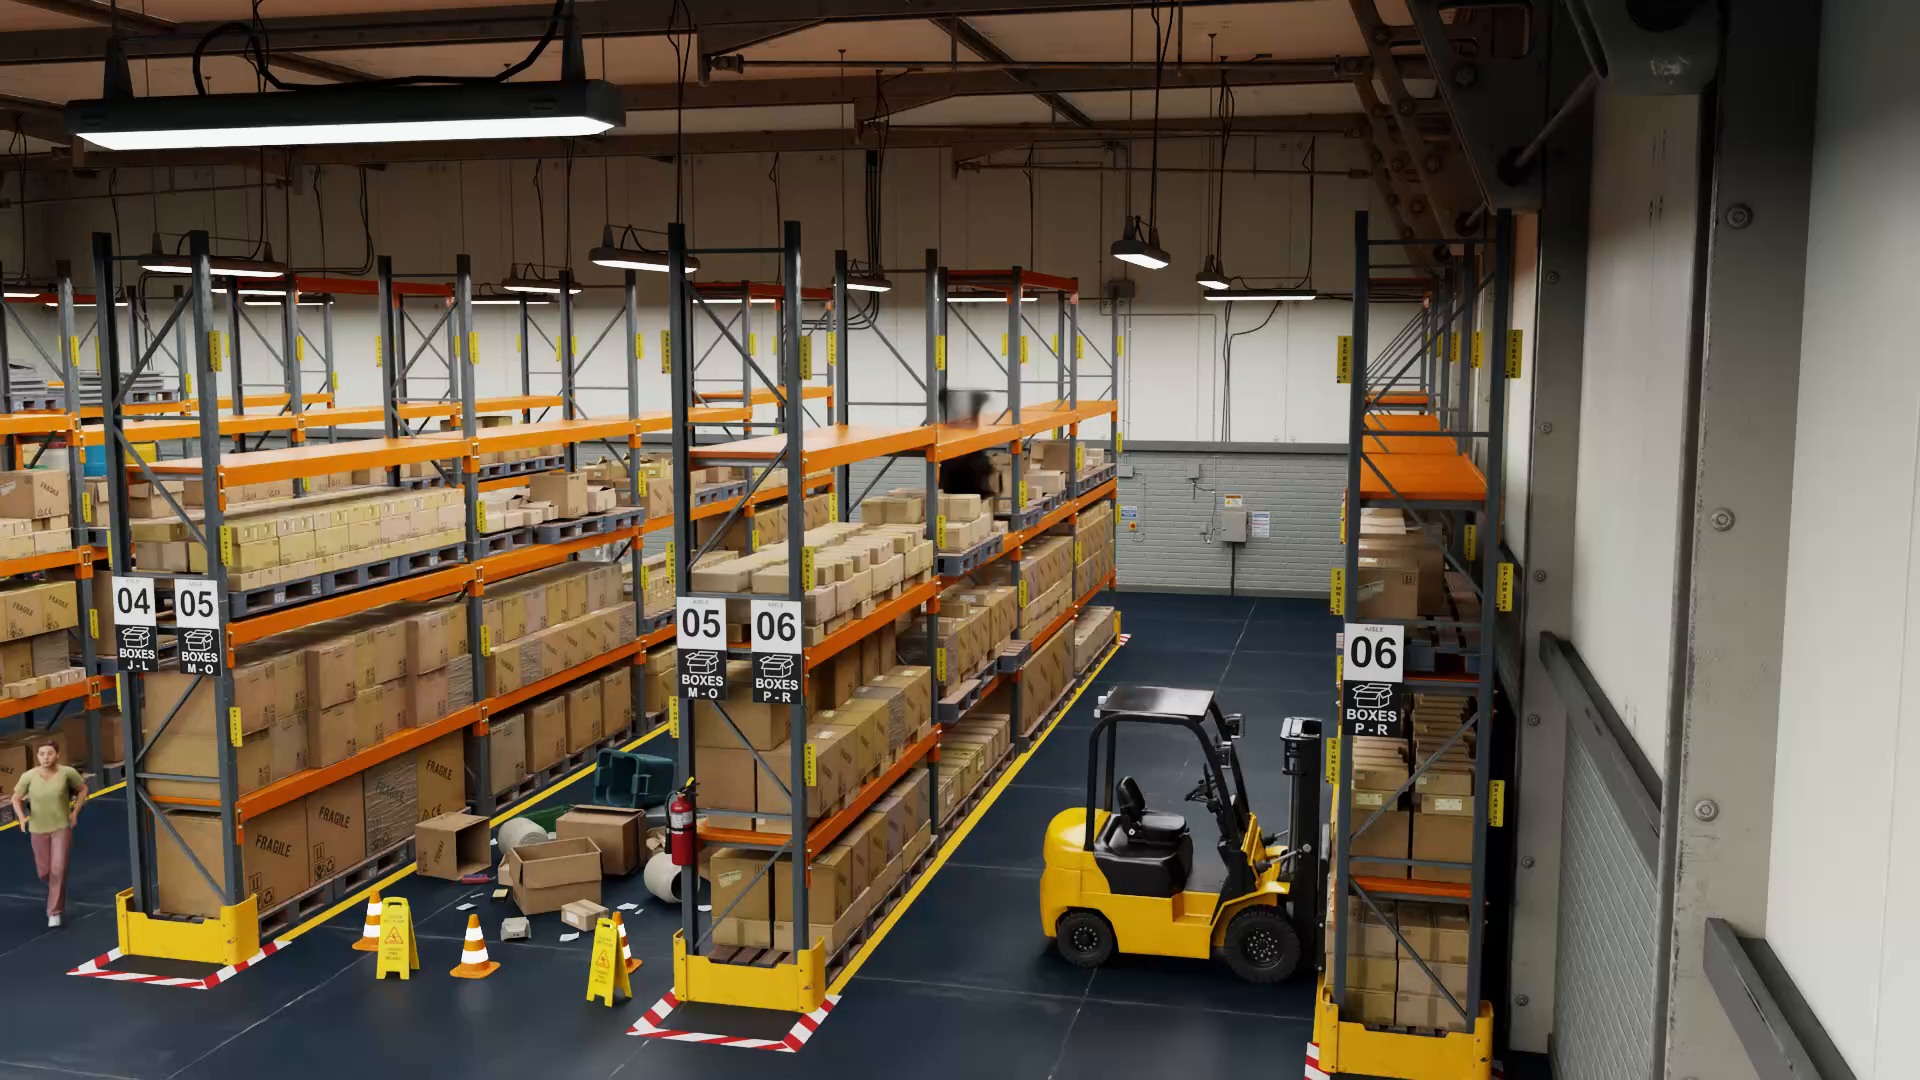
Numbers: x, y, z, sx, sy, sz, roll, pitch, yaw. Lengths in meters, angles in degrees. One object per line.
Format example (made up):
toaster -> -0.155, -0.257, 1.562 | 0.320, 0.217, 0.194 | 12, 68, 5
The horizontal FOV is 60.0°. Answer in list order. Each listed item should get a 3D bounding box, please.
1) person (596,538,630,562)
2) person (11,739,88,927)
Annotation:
person -> -6.814, 0.427, 32.690 | 0.676, 1.544, 1.211 | -1, 7, -9
person -> -8.096, 2.546, 14.824 | 0.600, 1.607, 0.804 | -3, 8, -23
